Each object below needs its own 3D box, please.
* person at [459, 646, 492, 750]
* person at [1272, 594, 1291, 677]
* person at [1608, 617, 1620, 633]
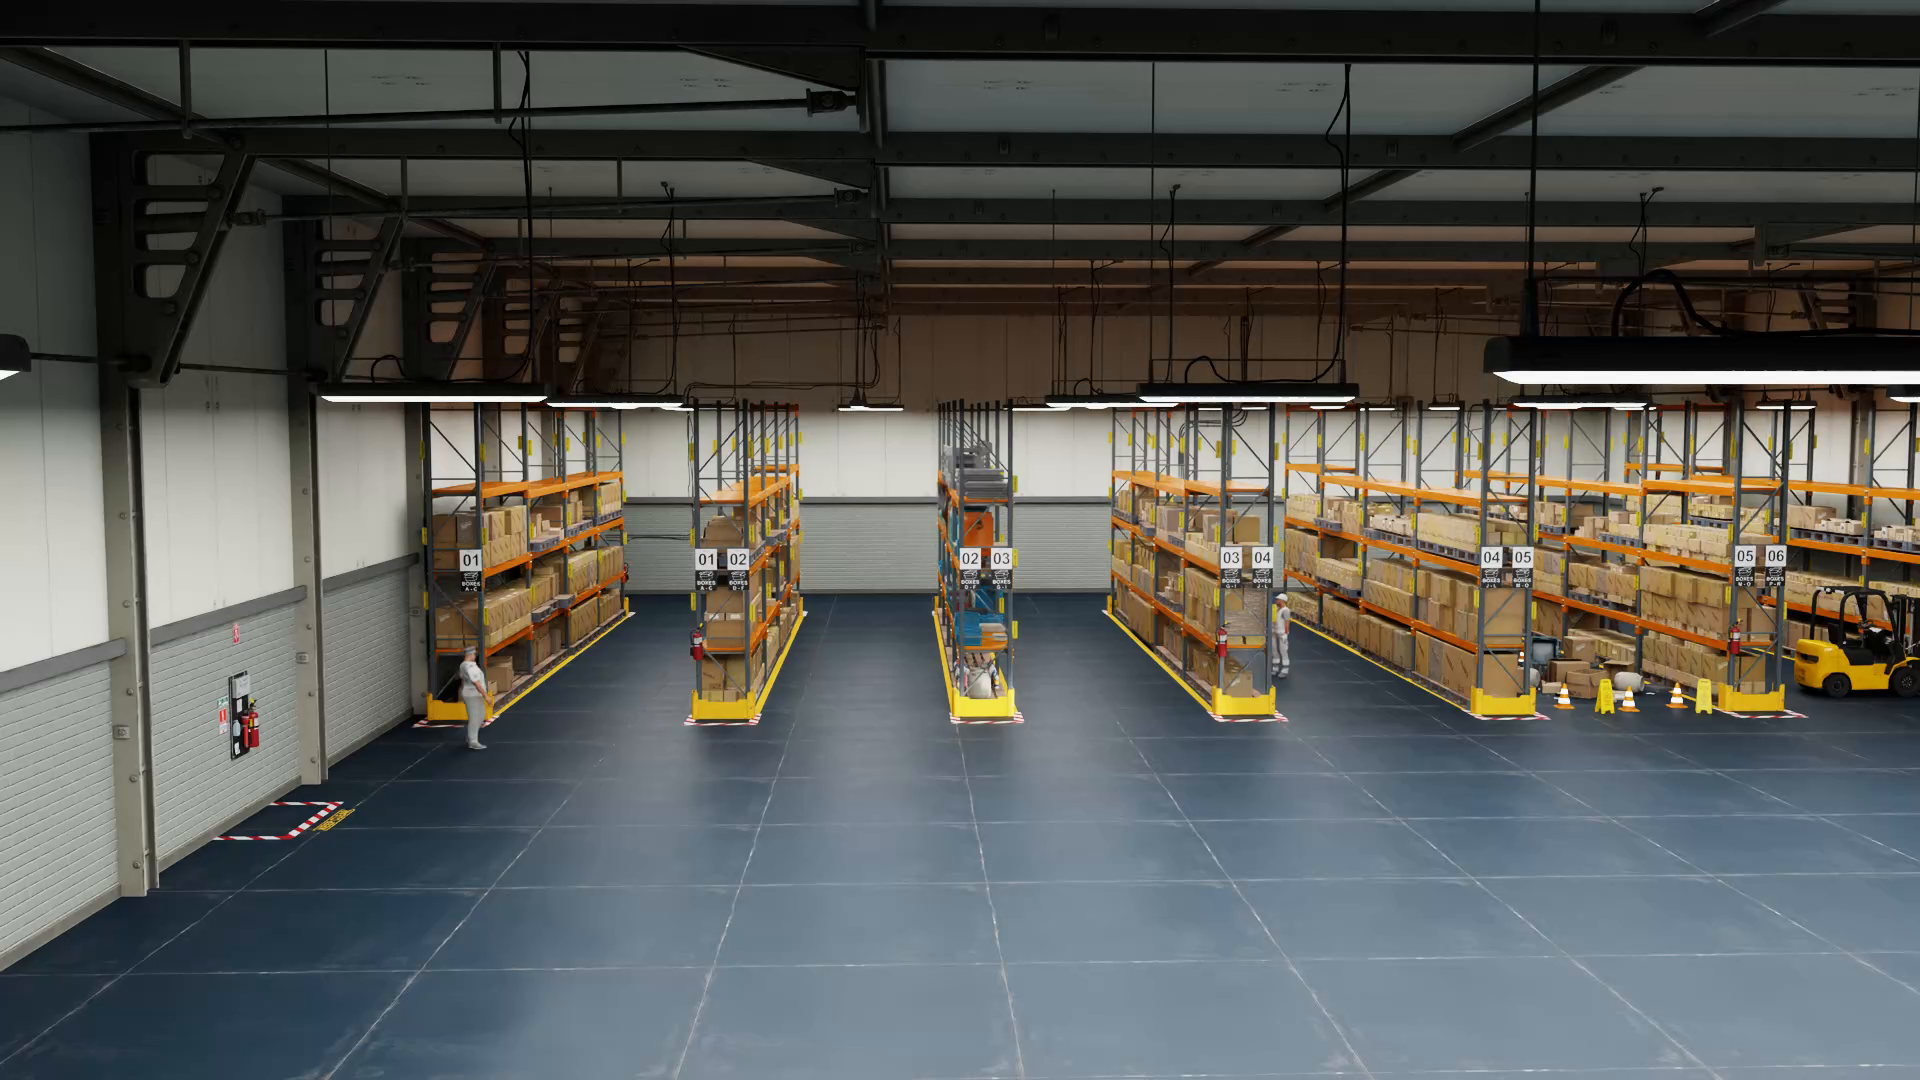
[{"bbox_3d":[-8.287,2.702,28.493,0.571,1.782,0.605,-1,4,-10],"label":"person"},{"bbox_3d":[6.974,2.067,36.280,0.408,1.796,0.594,-2,5,-30],"label":"person"},{"bbox_3d":[16.924,1.596,43.134,0.417,1.726,0.549,2,5,21],"label":"person"}]
